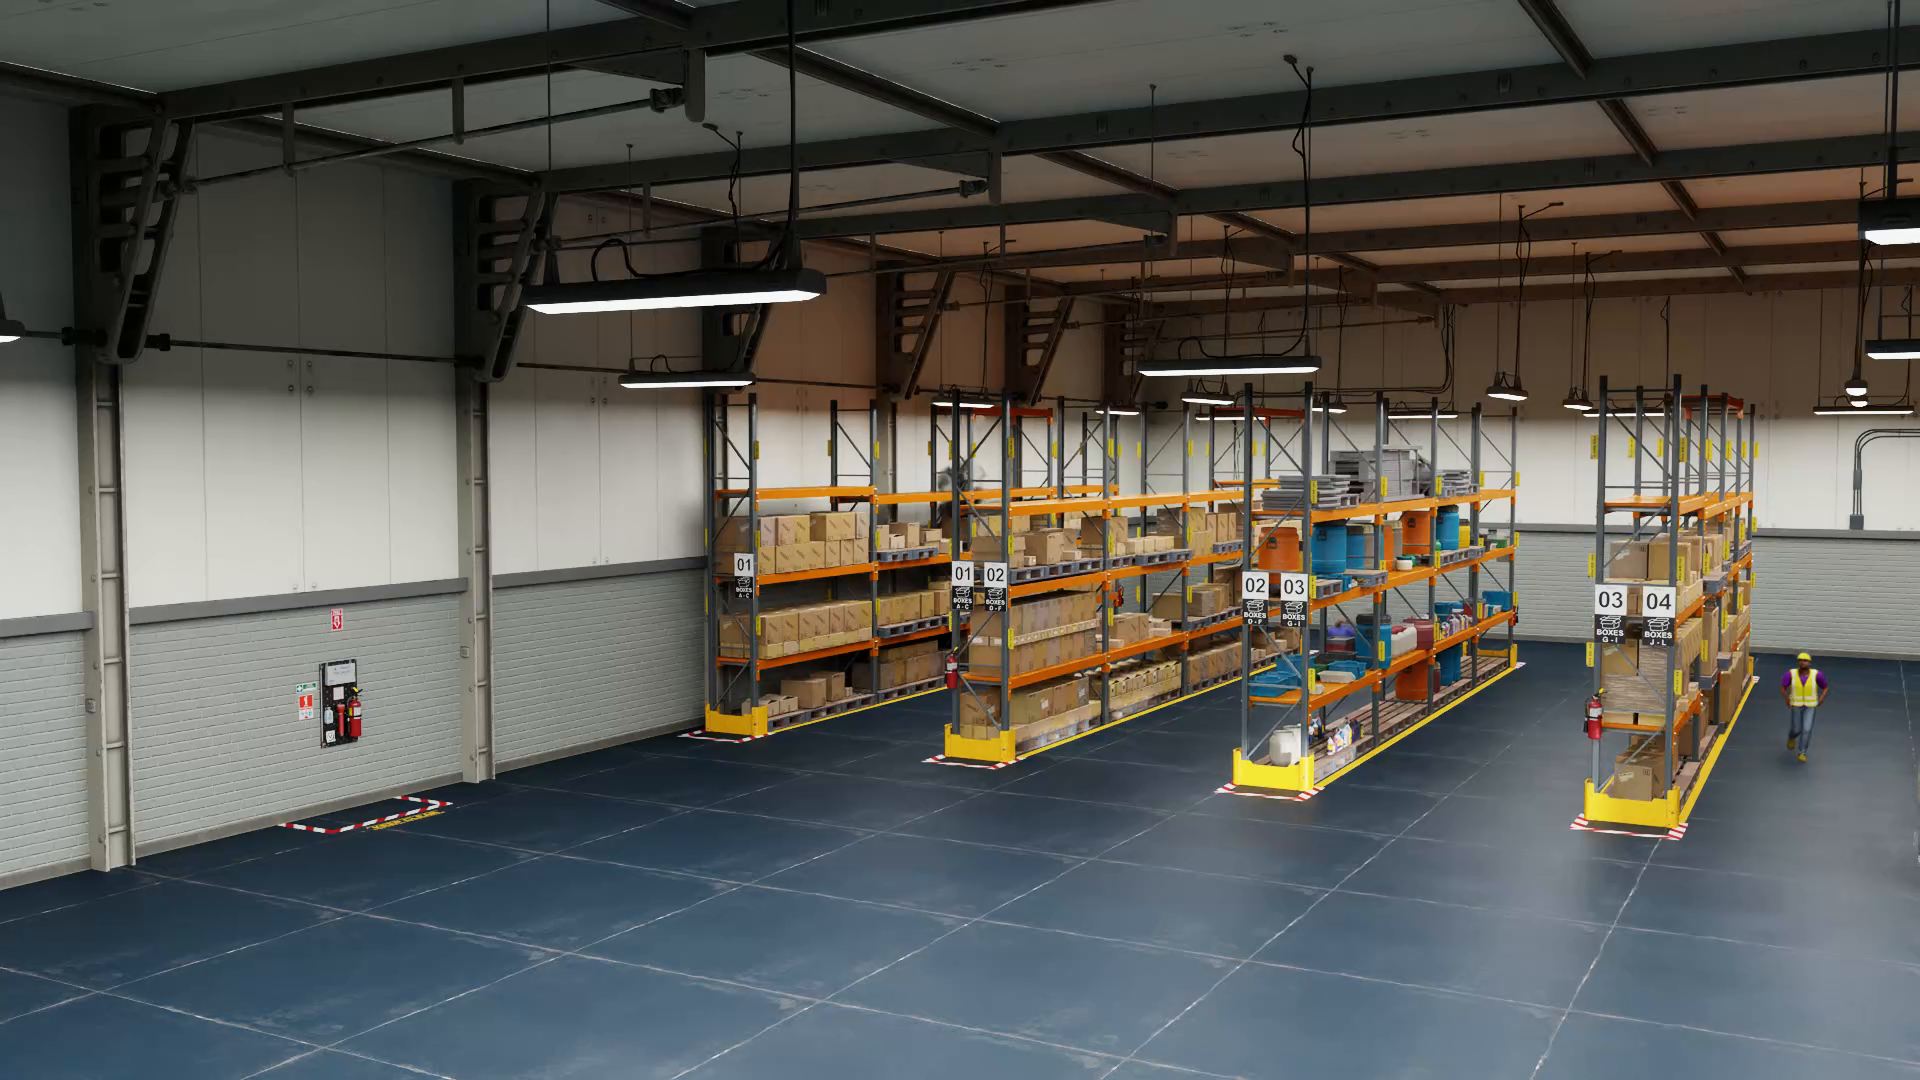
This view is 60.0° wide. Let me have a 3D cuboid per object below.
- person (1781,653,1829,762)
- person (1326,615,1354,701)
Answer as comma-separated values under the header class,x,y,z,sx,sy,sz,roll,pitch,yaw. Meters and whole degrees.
class,x,y,z,sx,sy,sz,roll,pitch,yaw
person,13.680,2.689,26.944,0.700,1.743,0.684,1,3,26
person,7.623,2.358,33.555,0.560,1.713,0.742,2,4,29
